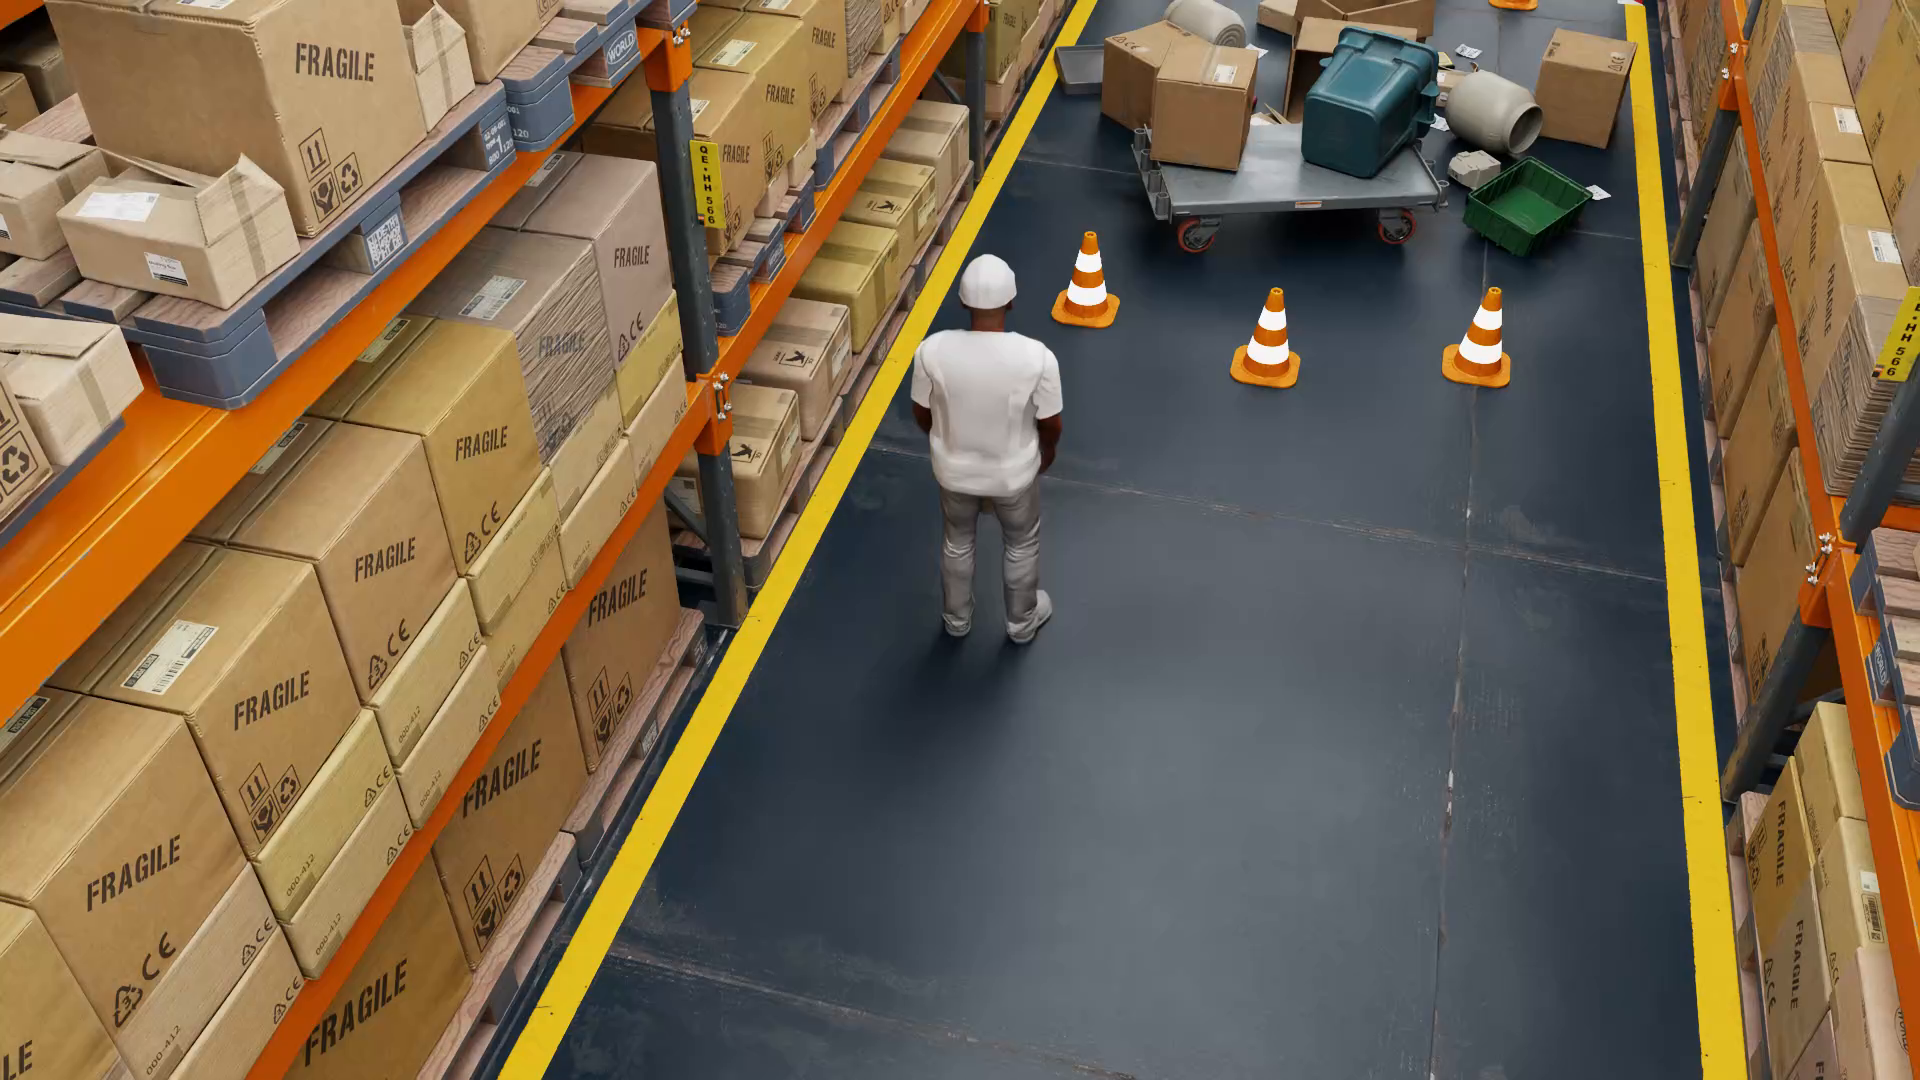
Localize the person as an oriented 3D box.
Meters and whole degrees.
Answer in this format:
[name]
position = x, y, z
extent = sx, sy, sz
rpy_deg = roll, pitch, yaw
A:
[person]
position = 0.105, -0.309, 6.501
extent = 0.583, 1.763, 0.422
rpy_deg = 7, 41, 8
